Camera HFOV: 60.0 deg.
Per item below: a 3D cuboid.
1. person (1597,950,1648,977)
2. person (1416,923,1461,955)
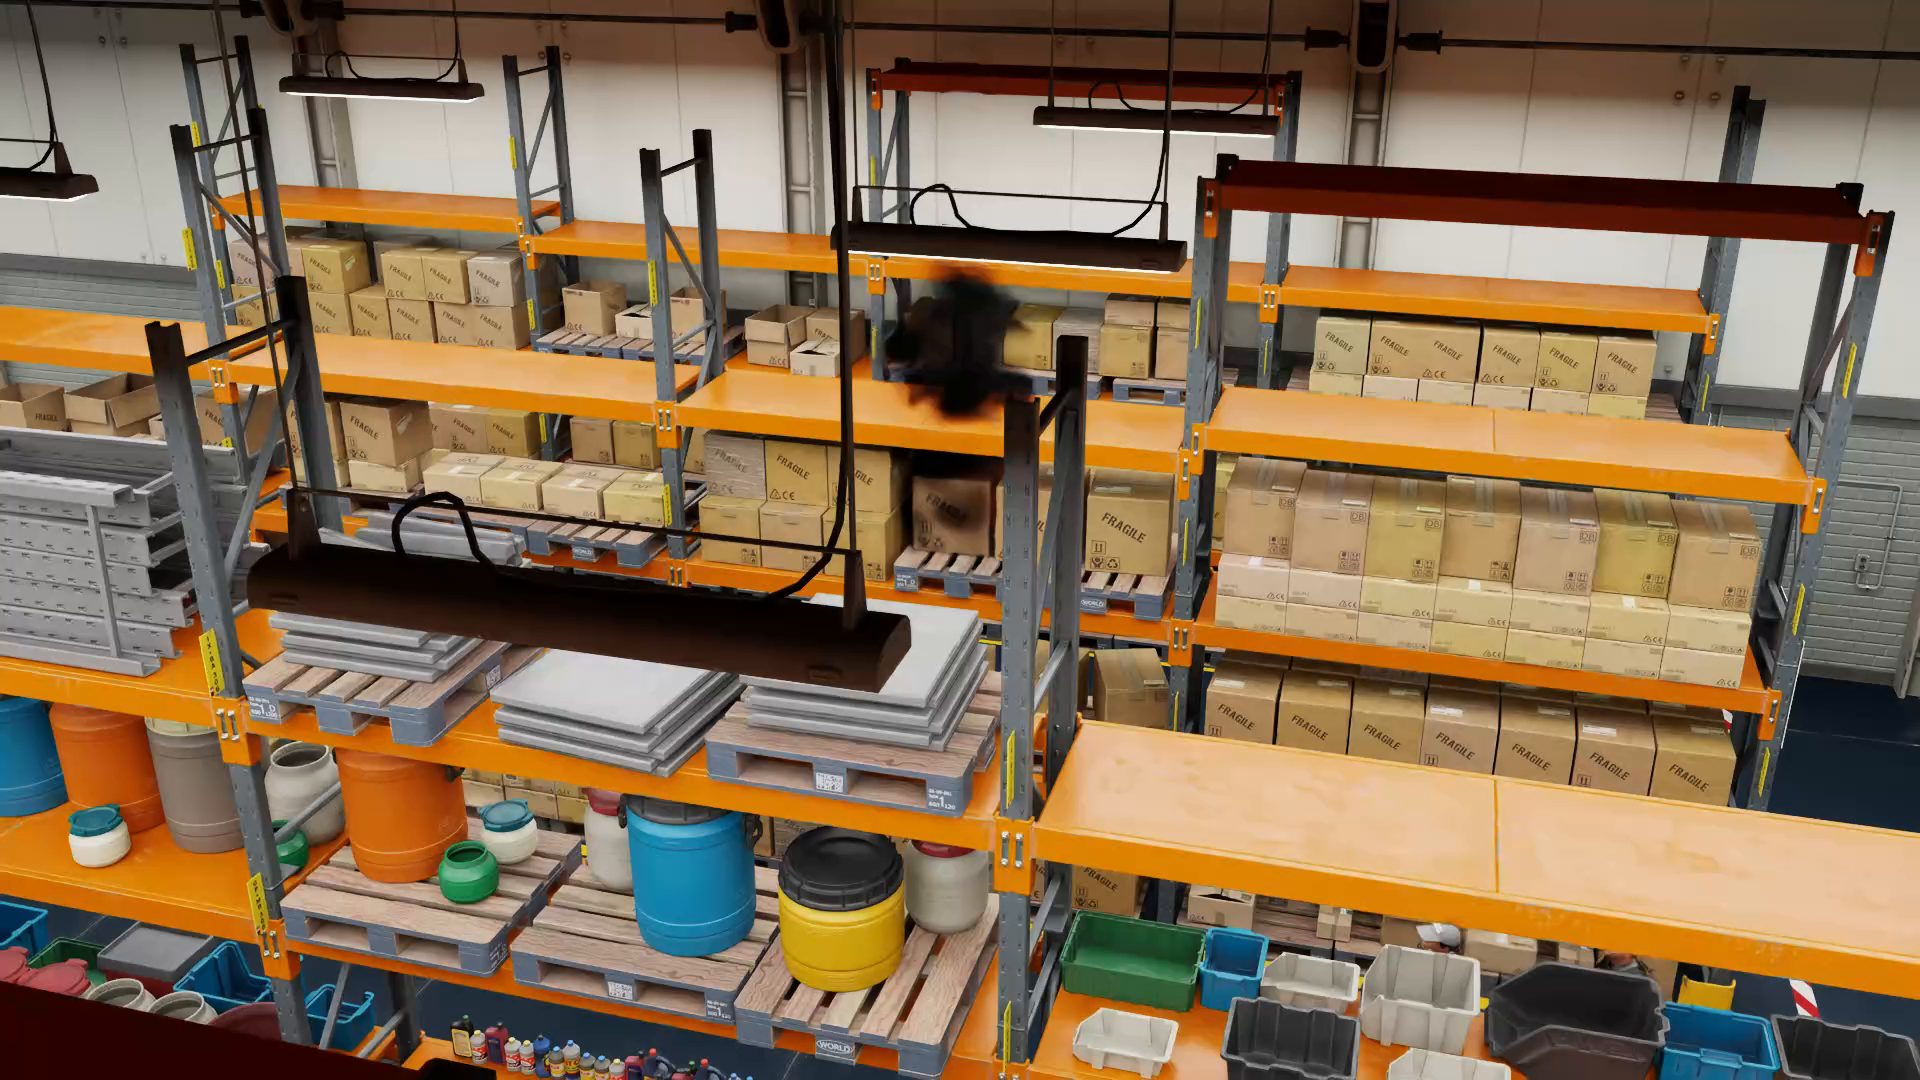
[{"bbox_3d":[4.188,3.244,10.802,0.579,1.664,0.677,-2,23,-4],"label":"person"},{"bbox_3d":[3.102,3.193,10.960,0.793,1.631,0.620,1,23,3],"label":"person"}]
